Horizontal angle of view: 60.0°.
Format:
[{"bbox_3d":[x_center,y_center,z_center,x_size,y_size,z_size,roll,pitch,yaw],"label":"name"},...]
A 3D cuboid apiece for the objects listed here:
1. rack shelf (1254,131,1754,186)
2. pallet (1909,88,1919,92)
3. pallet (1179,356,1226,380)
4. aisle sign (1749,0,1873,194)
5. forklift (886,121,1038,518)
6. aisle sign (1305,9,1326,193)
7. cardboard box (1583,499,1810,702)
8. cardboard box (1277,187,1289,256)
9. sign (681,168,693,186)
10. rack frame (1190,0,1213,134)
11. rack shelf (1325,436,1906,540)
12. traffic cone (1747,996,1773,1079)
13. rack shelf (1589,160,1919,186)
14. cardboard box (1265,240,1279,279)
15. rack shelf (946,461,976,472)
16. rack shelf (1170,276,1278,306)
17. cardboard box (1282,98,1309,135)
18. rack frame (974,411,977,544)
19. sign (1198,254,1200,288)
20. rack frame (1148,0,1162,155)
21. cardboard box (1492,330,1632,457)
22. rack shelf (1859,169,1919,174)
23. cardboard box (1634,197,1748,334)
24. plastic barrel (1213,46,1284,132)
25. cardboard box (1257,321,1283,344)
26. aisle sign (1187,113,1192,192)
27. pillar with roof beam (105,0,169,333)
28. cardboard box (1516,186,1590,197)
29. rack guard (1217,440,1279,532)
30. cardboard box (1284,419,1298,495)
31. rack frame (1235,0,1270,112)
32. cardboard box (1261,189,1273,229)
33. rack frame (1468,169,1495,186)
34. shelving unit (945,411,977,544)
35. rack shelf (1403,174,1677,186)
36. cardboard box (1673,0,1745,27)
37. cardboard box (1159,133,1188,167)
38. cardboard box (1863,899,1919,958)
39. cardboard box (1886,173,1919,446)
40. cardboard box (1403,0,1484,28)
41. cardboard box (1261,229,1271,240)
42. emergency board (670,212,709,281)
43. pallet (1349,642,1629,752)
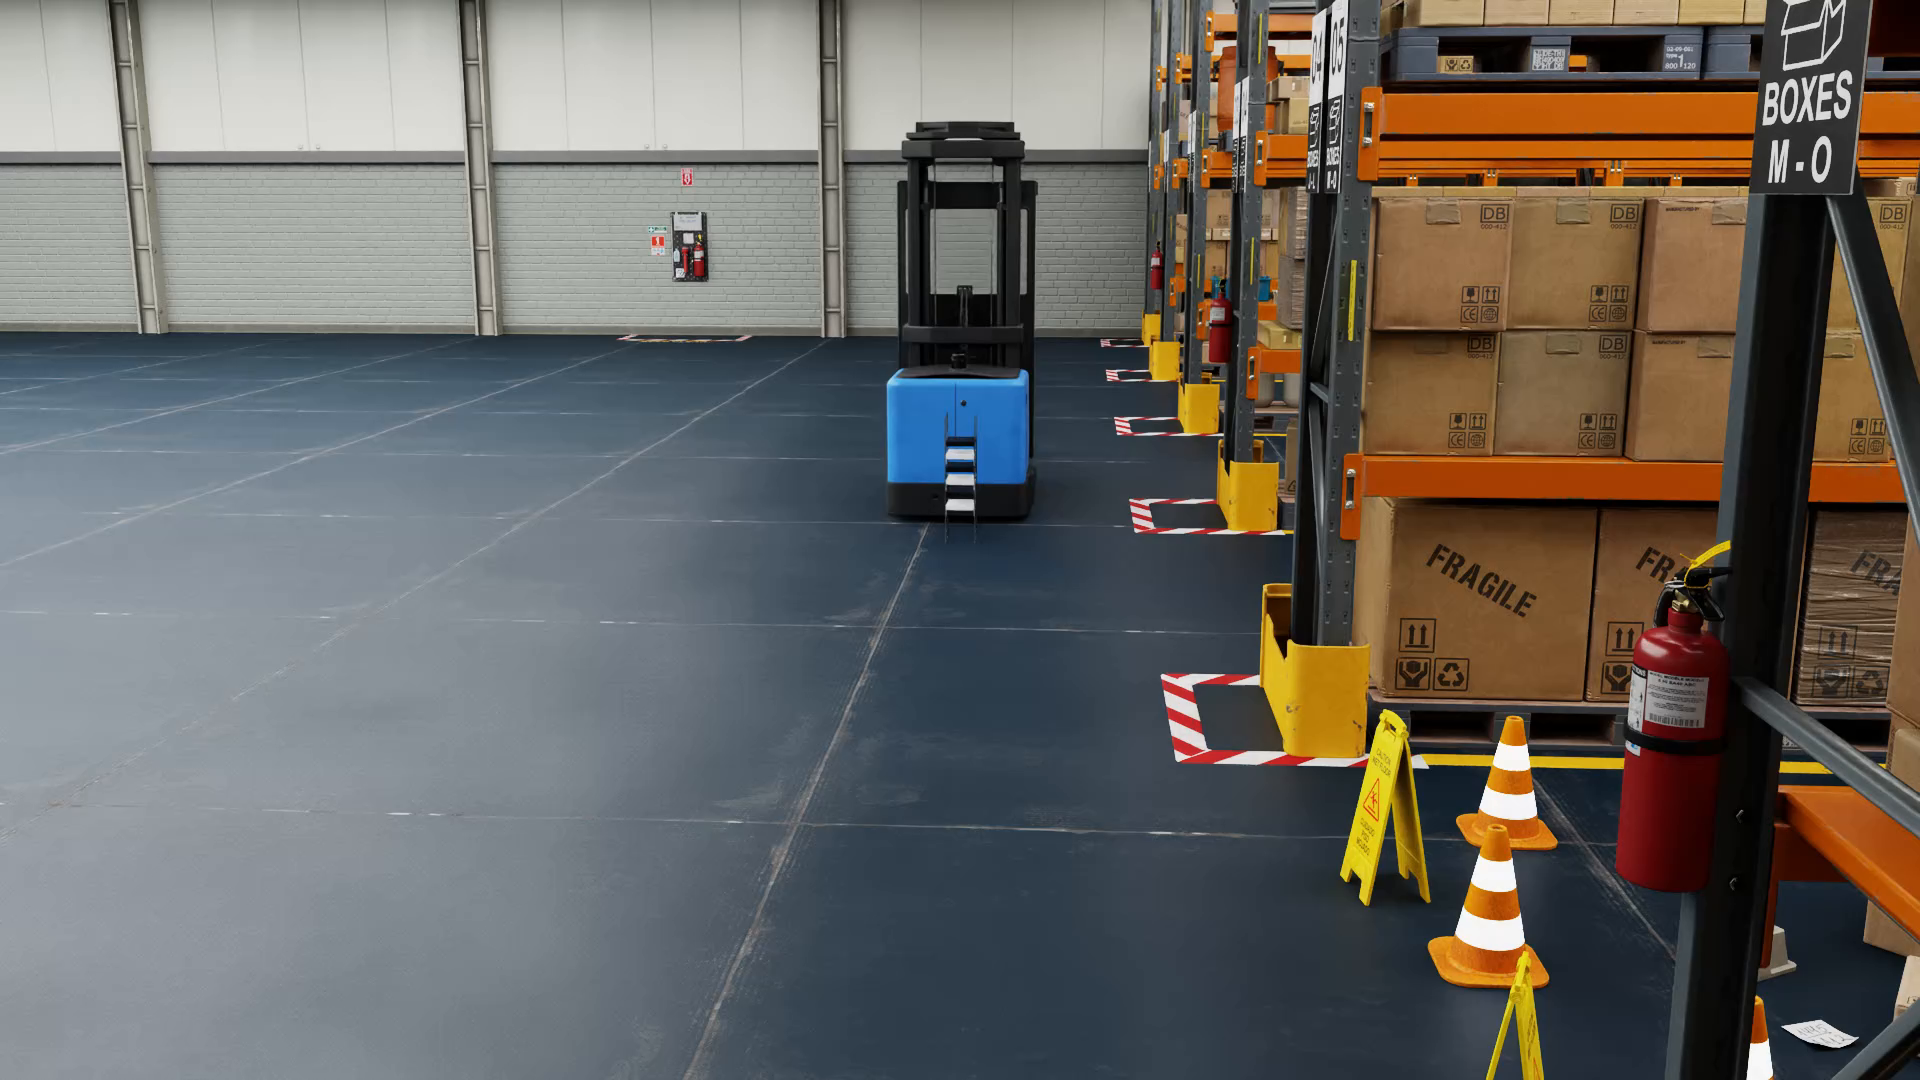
[{"bbox_3d":[4.088,-2.740,11.971,4.000,0.370,1.077,1,12,4],"label":"rack shelf"},{"bbox_3d":[4.836,-2.023,7.001,1.213,0.211,1.003,1,12,4],"label":"pallet"},{"bbox_3d":[3.524,-2.308,22.286,1.213,0.211,1.003,1,12,4],"label":"pallet"},{"bbox_3d":[1.388,-0.959,2.678,0.004,0.787,0.394,1,12,4],"label":"aisle sign"},{"bbox_3d":[0.067,-1.852,13.463,1.130,2.935,3.031,1,12,4],"label":"forklift"},{"bbox_3d":[1.610,-1.974,7.529,0.004,0.787,0.394,1,12,4],"label":"aisle sign"},{"bbox_3d":[3.220,0.203,7.637,0.875,0.875,0.875,1,12,3],"label":"cardboard box"},{"bbox_3d":[2.658,-2.378,12.397,0.500,0.500,0.500,1,12,4],"label":"cardboard box"},{"bbox_3d":[-4.609,-6.133,28.098,0.199,0.298,0.001,1,12,4],"label":"sign"},{"bbox_3d":[2.424,-5.599,16.558,0.127,3.000,1.000,1,12,4],"label":"rack frame"},{"bbox_3d":[3.656,-0.260,7.440,4.000,0.370,1.077,1,12,4],"label":"rack shelf"},{"bbox_3d":[1.946,1.358,4.148,0.334,0.463,0.336,1,12,4],"label":"traffic cone"},{"bbox_3d":[8.410,-3.697,16.546,4.000,0.370,1.077,1,12,4],"label":"rack shelf"},{"bbox_3d":[4.243,-3.701,21.888,0.500,0.500,0.700,1,12,4],"label":"cardboard box"},{"bbox_3d":[0.008,-0.496,11.664,0.200,0.077,0.258,1,12,4],"label":"rack shelf"},{"bbox_3d":[4.754,-3.295,21.952,4.000,0.370,1.077,1,12,4],"label":"rack shelf"},{"bbox_3d":[2.556,-2.986,11.759,0.500,0.250,0.500,1,12,5],"label":"cardboard box"},{"bbox_3d":[0.110,-0.439,11.669,0.006,0.900,0.240,1,12,4],"label":"rack frame"},{"bbox_3d":[2.383,-2.686,16.607,0.005,0.325,0.100,1,12,4],"label":"sign"},{"bbox_3d":[3.086,-7.623,26.233,0.127,3.000,1.000,1,12,4],"label":"rack frame"},{"bbox_3d":[2.584,-0.714,7.487,0.550,0.550,0.875,1,12,4],"label":"cardboard box"},{"bbox_3d":[12.736,-4.654,21.122,4.000,0.370,1.077,1,12,4],"label":"rack shelf"},{"bbox_3d":[3.133,-1.204,7.194,0.550,0.550,0.875,1,12,4],"label":"cardboard box"},{"bbox_3d":[2.917,-4.566,16.870,0.708,0.830,0.600,1,12,4],"label":"plastic barrel"},{"bbox_3d":[2.391,-1.566,12.543,0.250,0.149,0.380,1,12,4],"label":"cardboard box"},{"bbox_3d":[2.372,-3.997,17.201,0.004,0.787,0.394,1,12,4],"label":"aisle sign"},{"bbox_3d":[-14.406,-7.157,24.005,0.400,9.000,9.100,1,12,4],"label":"pillar with roof beam"},{"bbox_3d":[4.120,-2.251,11.792,0.500,0.500,0.500,1,12,4],"label":"cardboard box"},{"bbox_3d":[2.169,-0.426,12.586,0.348,0.500,1.175,1,12,4],"label":"rack guard"},{"bbox_3d":[2.715,-0.621,12.491,0.500,0.500,0.500,3,12,14],"label":"cardboard box"},{"bbox_3d":[2.093,-4.587,11.721,0.127,3.000,1.000,1,12,4],"label":"rack frame"},{"bbox_3d":[3.801,-4.343,21.791,0.500,0.500,0.700,0,12,2],"label":"cardboard box"},{"bbox_3d":[6.749,-3.620,21.748,0.127,3.000,1.000,1,12,4],"label":"rack frame"},{"bbox_3d":[0.008,-0.440,11.675,0.210,0.900,0.258,1,12,4],"label":"shelving unit"},{"bbox_3d":[9.072,-5.721,26.222,4.000,0.370,1.077,1,12,4],"label":"rack shelf"},{"bbox_3d":[2.989,-2.155,6.761,0.250,0.149,0.380,1,12,4],"label":"cardboard box"},{"bbox_3d":[3.403,-6.158,26.262,0.500,0.500,0.500,1,12,5],"label":"cardboard box"},{"bbox_3d":[3.352,1.102,5.270,0.637,0.503,0.797,-9,15,-35],"label":"cardboard box"},{"bbox_3d":[1.955,-0.348,2.693,0.500,0.500,0.700,0,12,2],"label":"cardboard box"},{"bbox_3d":[1.981,-2.169,6.827,0.250,0.149,0.380,1,12,4],"label":"cardboard box"},{"bbox_3d":[3.900,-3.981,21.646,0.250,0.149,0.380,1,12,3],"label":"cardboard box"},{"bbox_3d":[-4.608,-4.978,28.238,0.643,1.169,0.194,1,12,4],"label":"emergency board"},{"bbox_3d":[2.463,0.721,7.807,1.213,0.211,1.003,1,12,4],"label":"pallet"}]
